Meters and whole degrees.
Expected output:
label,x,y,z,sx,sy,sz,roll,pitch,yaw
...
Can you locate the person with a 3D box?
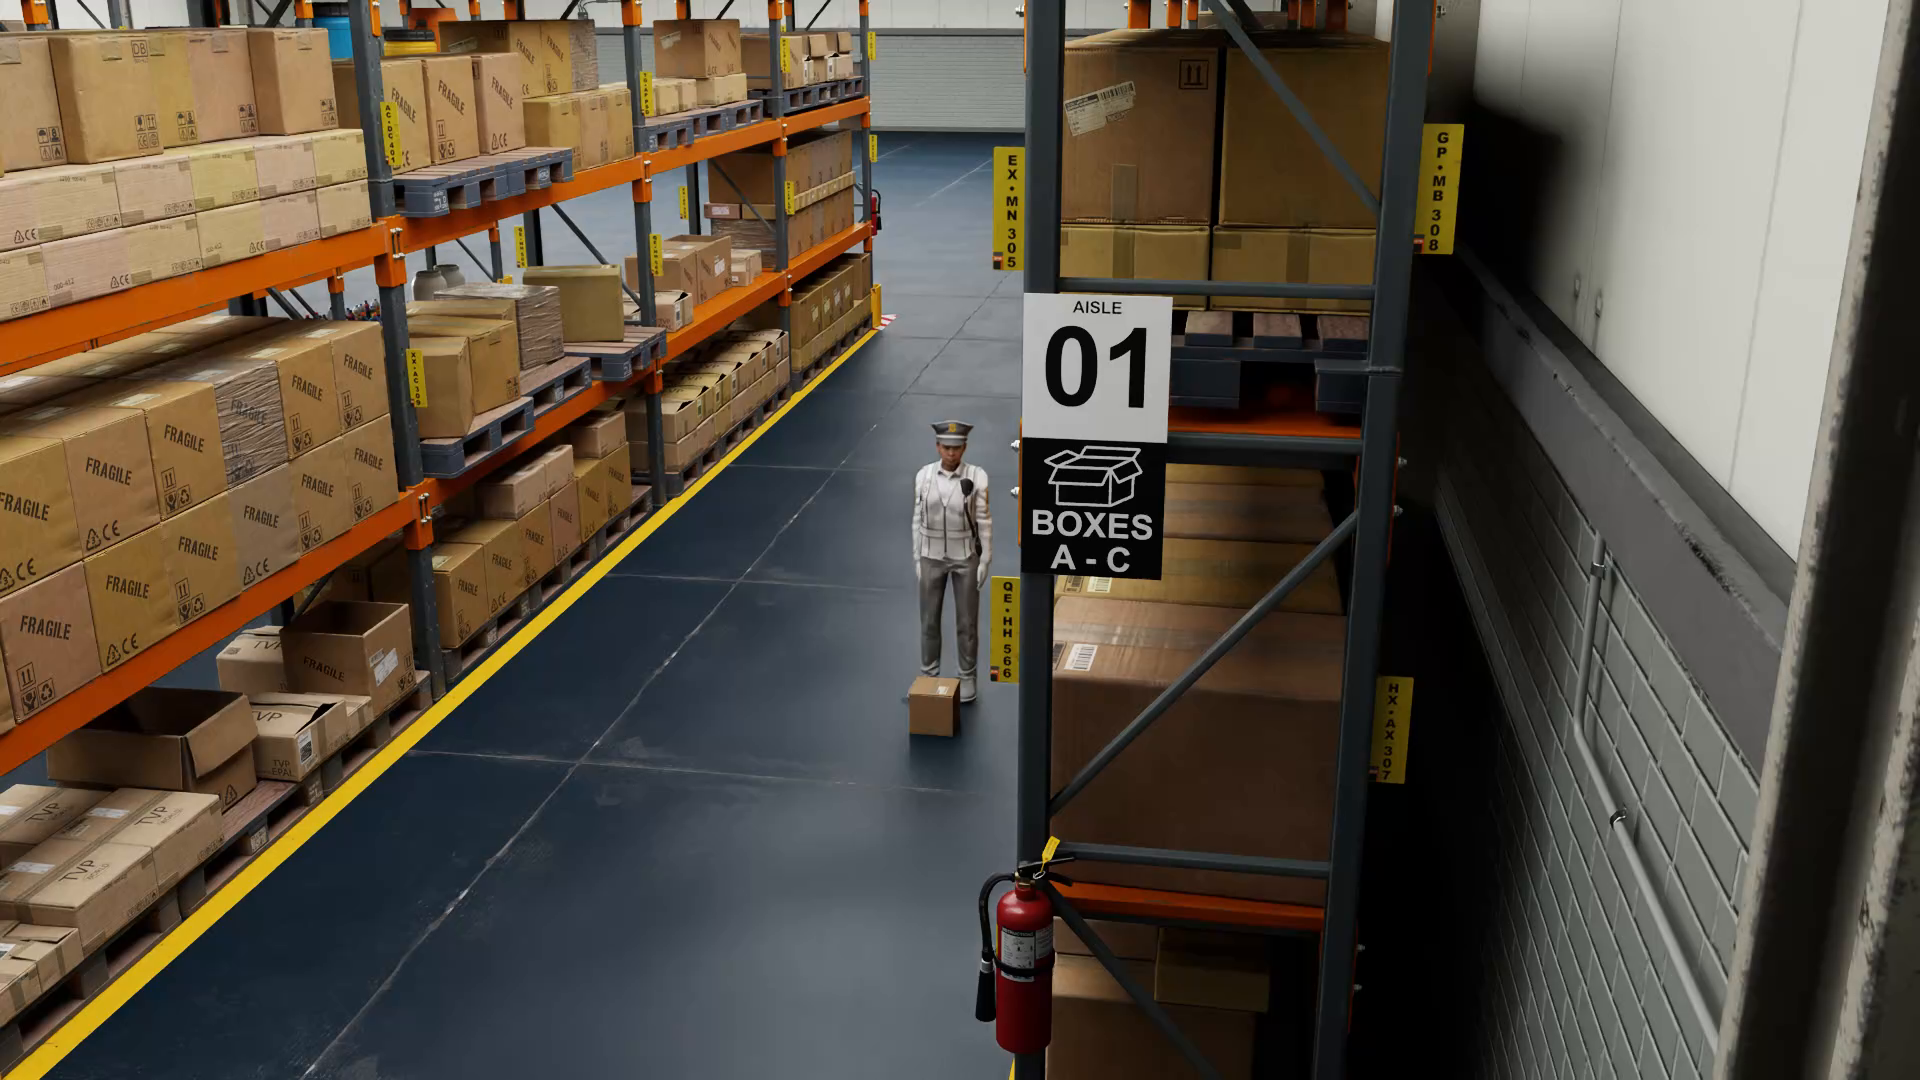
label,x,y,z,sx,sy,sz,roll,pitch,yaw
person,-0.048,0.118,9.660,0.475,1.684,0.340,3,18,8
